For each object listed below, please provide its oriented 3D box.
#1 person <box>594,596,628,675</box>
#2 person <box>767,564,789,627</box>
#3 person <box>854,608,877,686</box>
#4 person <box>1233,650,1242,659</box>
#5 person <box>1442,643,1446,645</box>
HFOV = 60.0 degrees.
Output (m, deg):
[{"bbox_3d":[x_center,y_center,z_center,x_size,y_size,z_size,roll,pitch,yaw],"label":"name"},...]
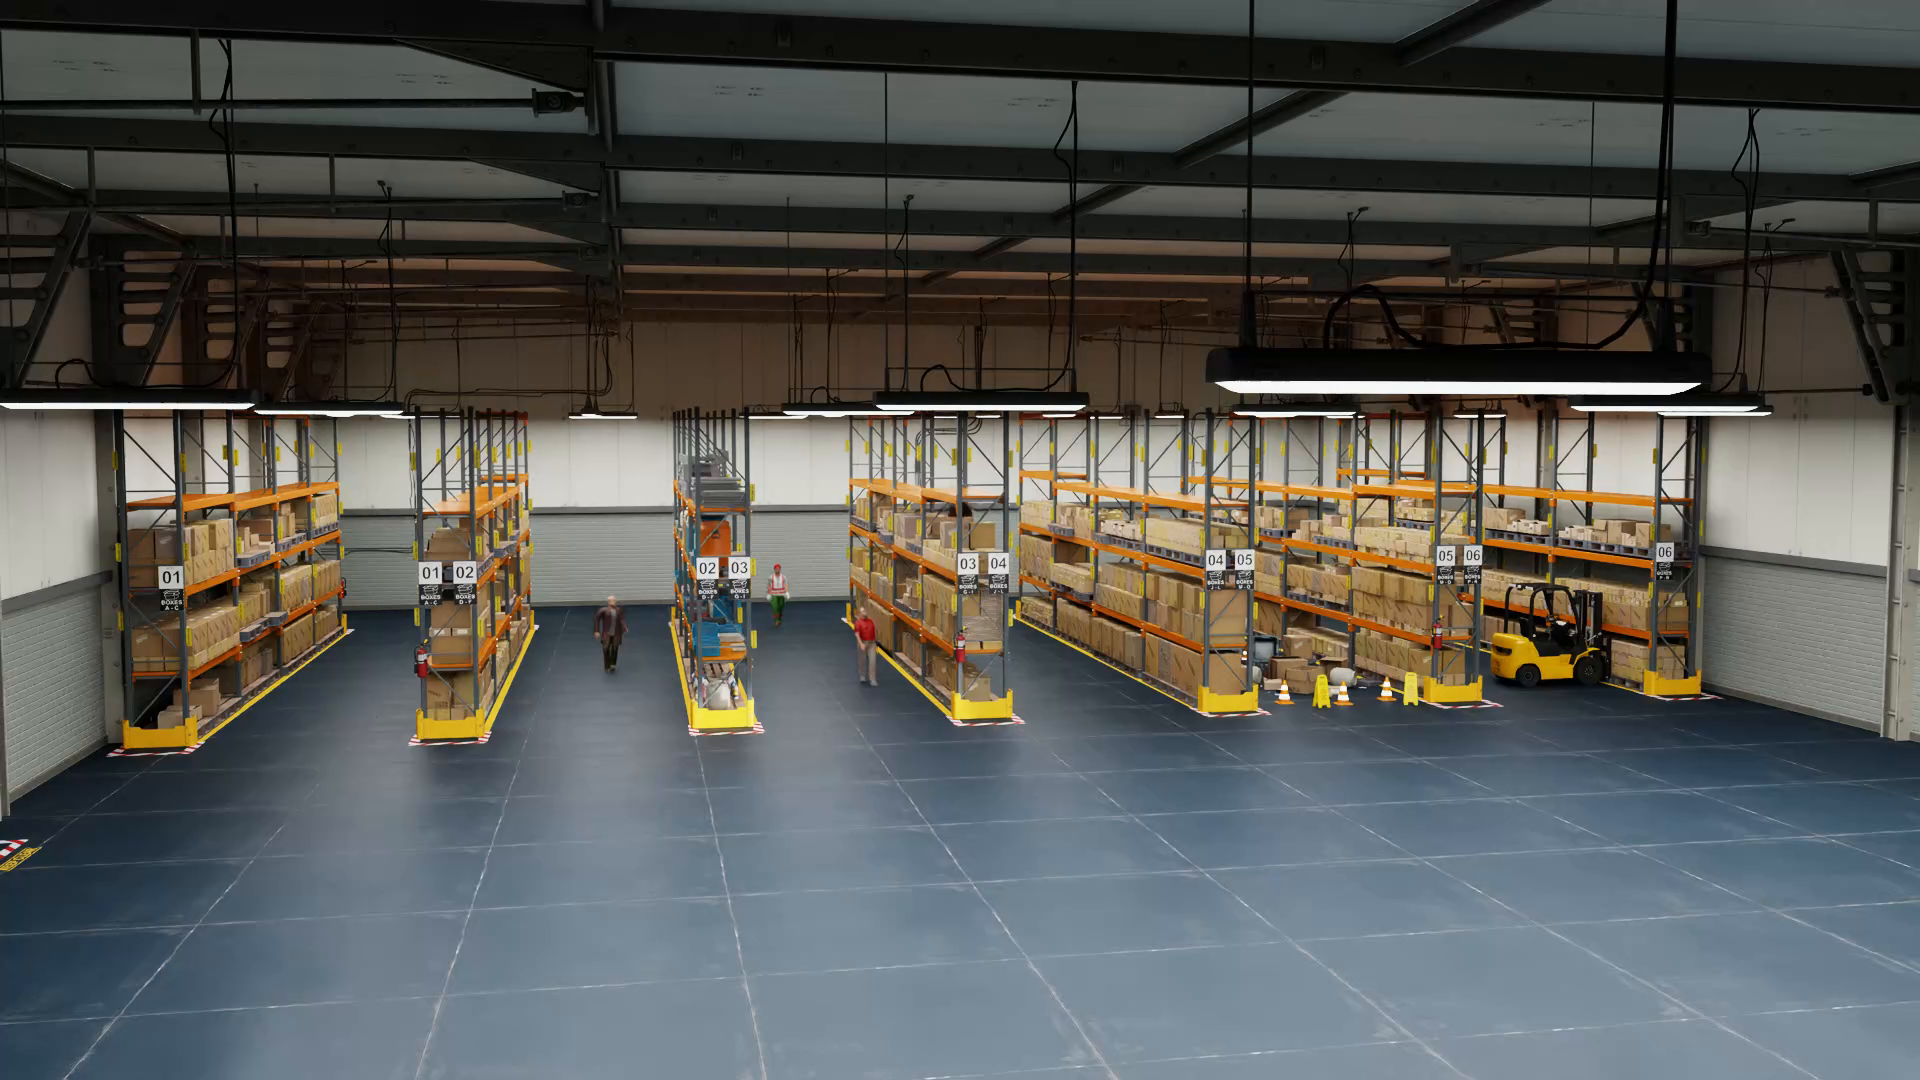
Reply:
[{"bbox_3d":[-7.983,2.188,38.078,0.773,1.815,0.936,-1,4,-9],"label":"person"},{"bbox_3d":[-5.065,1.539,46.328,0.598,1.730,1.063,-1,4,-12],"label":"person"},{"bbox_3d":[-2.048,2.314,36.185,0.524,1.648,0.979,-1,4,-11],"label":"person"},{"bbox_3d":[6.541,2.058,39.787,0.433,1.692,0.511,1,4,8],"label":"person"},{"bbox_3d":[10.995,2.188,38.143,0.408,1.683,0.498,3,5,33],"label":"person"}]
